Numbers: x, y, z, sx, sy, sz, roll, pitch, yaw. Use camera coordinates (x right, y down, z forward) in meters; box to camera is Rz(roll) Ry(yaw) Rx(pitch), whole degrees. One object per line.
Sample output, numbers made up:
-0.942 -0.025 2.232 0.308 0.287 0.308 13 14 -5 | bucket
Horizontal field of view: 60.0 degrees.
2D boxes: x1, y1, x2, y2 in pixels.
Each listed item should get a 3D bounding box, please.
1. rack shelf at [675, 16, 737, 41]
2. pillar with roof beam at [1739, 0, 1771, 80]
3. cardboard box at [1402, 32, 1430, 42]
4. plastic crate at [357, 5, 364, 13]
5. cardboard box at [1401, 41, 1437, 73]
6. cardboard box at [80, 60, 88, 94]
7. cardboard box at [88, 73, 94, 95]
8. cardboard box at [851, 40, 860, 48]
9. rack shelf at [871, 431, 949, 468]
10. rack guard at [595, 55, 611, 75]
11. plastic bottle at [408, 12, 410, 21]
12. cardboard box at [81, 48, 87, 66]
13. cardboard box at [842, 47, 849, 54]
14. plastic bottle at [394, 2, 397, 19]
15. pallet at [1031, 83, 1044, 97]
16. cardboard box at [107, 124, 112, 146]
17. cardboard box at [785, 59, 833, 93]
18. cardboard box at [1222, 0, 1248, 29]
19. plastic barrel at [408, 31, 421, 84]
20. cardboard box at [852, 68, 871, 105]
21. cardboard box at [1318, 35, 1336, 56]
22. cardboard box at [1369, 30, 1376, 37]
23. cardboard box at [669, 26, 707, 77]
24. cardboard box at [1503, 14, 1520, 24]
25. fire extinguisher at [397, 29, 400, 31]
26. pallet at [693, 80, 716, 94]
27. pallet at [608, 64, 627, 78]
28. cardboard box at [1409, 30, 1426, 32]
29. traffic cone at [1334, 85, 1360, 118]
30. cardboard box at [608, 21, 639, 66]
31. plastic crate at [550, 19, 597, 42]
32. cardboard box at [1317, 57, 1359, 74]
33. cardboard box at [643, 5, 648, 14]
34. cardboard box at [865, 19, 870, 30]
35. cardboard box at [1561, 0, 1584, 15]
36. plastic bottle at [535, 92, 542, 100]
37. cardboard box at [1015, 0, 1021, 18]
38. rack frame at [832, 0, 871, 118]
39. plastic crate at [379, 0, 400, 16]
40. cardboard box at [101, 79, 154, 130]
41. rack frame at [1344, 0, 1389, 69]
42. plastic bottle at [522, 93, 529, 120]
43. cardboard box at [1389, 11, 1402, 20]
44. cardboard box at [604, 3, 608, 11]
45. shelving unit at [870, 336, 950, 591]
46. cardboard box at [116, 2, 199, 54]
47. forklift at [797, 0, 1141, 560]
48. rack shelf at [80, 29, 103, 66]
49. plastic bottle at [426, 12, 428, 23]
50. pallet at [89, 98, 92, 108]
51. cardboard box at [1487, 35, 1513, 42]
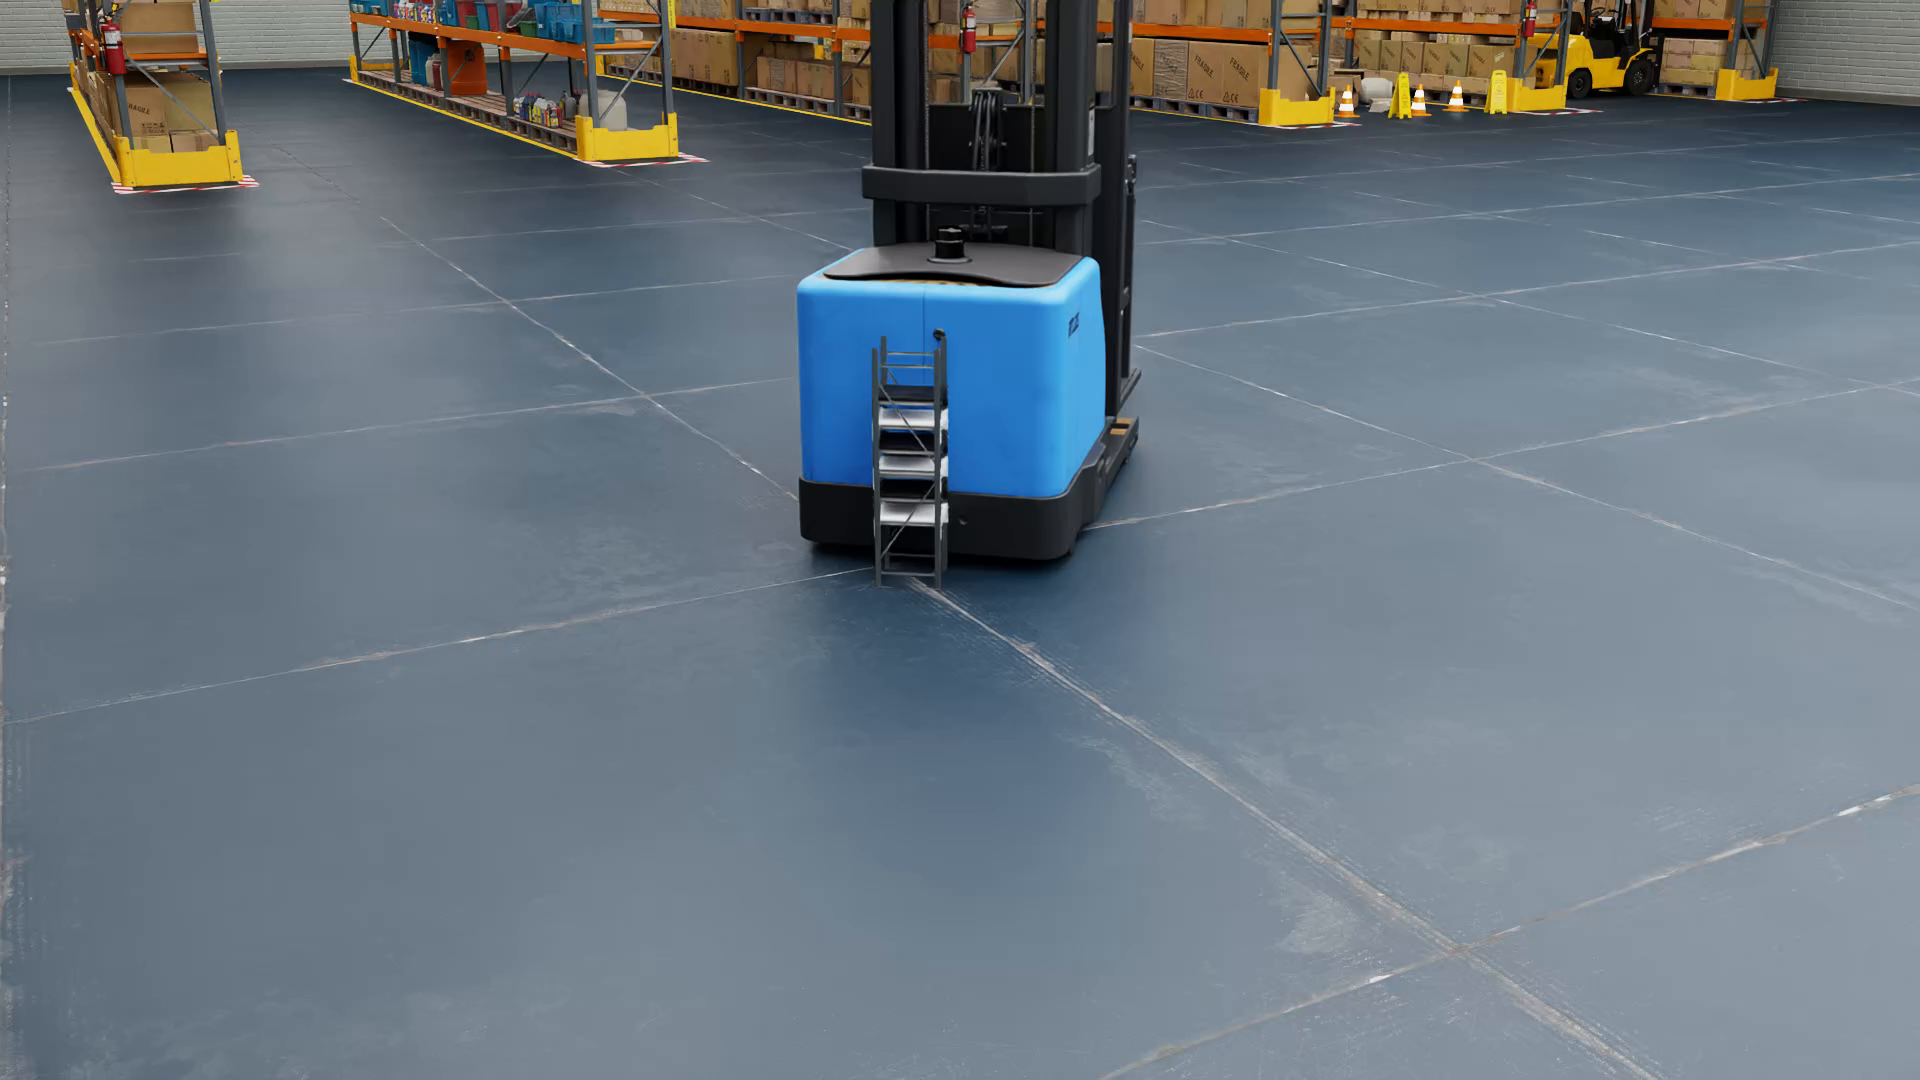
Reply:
-4.281 -9.285 30.045 1.077 0.370 4.000 -10 21 -27 | rack shelf
10.230 -11.568 26.361 9.100 9.000 0.400 -10 21 -27 | pillar with roof beam
7.715 -8.518 28.144 0.380 0.149 0.250 -9 21 -24 | cardboard box
-11.260 -10.063 31.508 0.250 0.136 0.298 -10 21 -27 | plastic crate
7.842 -8.179 28.158 0.500 0.500 0.500 -9 21 -24 | cardboard box
-13.935 -7.516 26.972 0.500 0.500 0.500 -11 22 -29 | cardboard box
-11.804 -6.337 23.108 0.500 0.311 0.500 -11 22 -28 | cardboard box
-2.125 -10.642 35.687 0.380 0.149 0.250 -10 21 -26 | cardboard box
-0.178 -0.330 6.033 0.258 0.077 0.200 2 19 6 | rack shelf
-7.141 -10.173 35.347 1.175 0.500 0.348 -10 21 -27 | rack guard
-9.234 -8.843 27.966 0.097 0.201 0.097 0 19 0 | plastic bottle
-13.222 -7.440 25.601 0.500 0.250 0.500 -10 22 -28 | cardboard box
-2.393 -10.654 36.179 0.380 0.149 0.250 -9 21 -25 | cardboard box
-9.791 -9.206 28.891 0.061 0.283 0.133 -10 21 -27 | plastic bottle
1.965 -7.885 29.158 1.003 0.211 1.213 -10 21 -27 | pallet
-9.490 -4.657 19.101 0.500 0.250 0.500 -10 21 -27 | cardboard box
-2.445 -7.570 27.127 0.700 0.500 0.500 -8 21 -22 | cardboard box
4.384 -7.819 24.463 0.875 0.550 0.550 -10 21 -27 | cardboard box
-9.346 -8.480 29.182 0.600 0.901 0.708 -10 21 -27 | plastic barrel
-1.277 -6.799 24.925 0.500 0.500 0.500 -11 22 -28 | cardboard box
8.384 -11.052 37.251 0.500 0.500 0.500 -11 22 -28 | cardboard box
9.056 -10.938 35.926 0.380 0.149 0.250 -11 22 -28 | cardboard box
-4.909 -9.213 31.346 1.225 0.875 0.875 -10 21 -26 | cardboard box
8.823 -8.245 26.313 0.380 0.149 0.250 -9 21 -25 | cardboard box
-11.160 -10.482 33.099 0.296 0.674 0.183 -10 21 -27 | fire extinguisher
-4.214 -8.321 30.422 1.003 0.211 1.213 -10 21 -27 | pallet
-6.681 -9.812 34.744 1.003 0.211 1.213 -10 21 -27 | pallet
9.784 -10.878 35.751 0.380 0.149 0.250 -9 21 -24 | cardboard box
5.878 -6.667 25.244 0.336 0.463 0.334 -10 21 -27 | traffic cone
-6.756 -10.371 34.701 0.875 0.875 0.875 -10 21 -27 | cardboard box
-4.695 -6.202 20.234 0.499 0.251 0.408 -10 21 -27 | plastic crate
7.039 -8.545 30.180 0.950 0.372 0.625 -10 21 -26 | cardboard box
-5.908 -10.265 32.167 0.380 0.149 0.250 -10 22 -28 | cardboard box
-1.134 -7.386 23.824 0.380 0.149 0.250 -10 21 -27 | cardboard box
11.637 -10.088 31.113 0.500 0.500 0.500 -11 22 -28 | cardboard box
-5.646 -5.818 22.280 0.144 0.351 0.185 -10 21 -27 | plastic bottle
1.302 -9.522 29.474 0.500 0.500 0.500 -10 22 -27 | cardboard box
-1.432 -7.903 24.936 1.000 3.000 0.127 -10 21 -27 | rack frame
-10.111 -9.534 29.596 0.392 0.384 0.575 -10 21 -27 | plastic crate
-9.256 -4.867 18.560 0.500 0.500 0.500 -10 21 -27 | cardboard box
7.290 -9.438 29.385 1.000 3.000 0.127 -10 21 -27 | rack frame
-5.772 -5.796 22.215 0.144 0.351 0.185 -9 21 -25 | plastic bottle
7.562 -8.967 28.404 0.380 0.149 0.250 -9 21 -25 | cardboard box
-7.129 -11.003 34.304 0.380 0.149 0.250 -10 22 -27 | cardboard box
-0.178 -0.276 6.052 0.258 0.900 0.210 2 19 6 | shelving unit
-8.462 -5.405 17.543 0.700 0.500 0.500 -10 21 -27 | cardboard box
0.224 -1.756 7.226 1.130 2.935 3.031 5 20 13 | forklift
-11.101 -6.604 22.274 1.077 0.370 4.000 -10 21 -27 | rack shelf
-8.544 -8.426 26.757 0.097 0.201 0.097 0 19 0 | plastic bottle
-13.531 -7.120 26.943 1.003 0.211 1.213 -10 21 -27 | pallet
10.678 -9.872 33.637 0.875 0.625 0.625 -11 22 -29 | cardboard box
